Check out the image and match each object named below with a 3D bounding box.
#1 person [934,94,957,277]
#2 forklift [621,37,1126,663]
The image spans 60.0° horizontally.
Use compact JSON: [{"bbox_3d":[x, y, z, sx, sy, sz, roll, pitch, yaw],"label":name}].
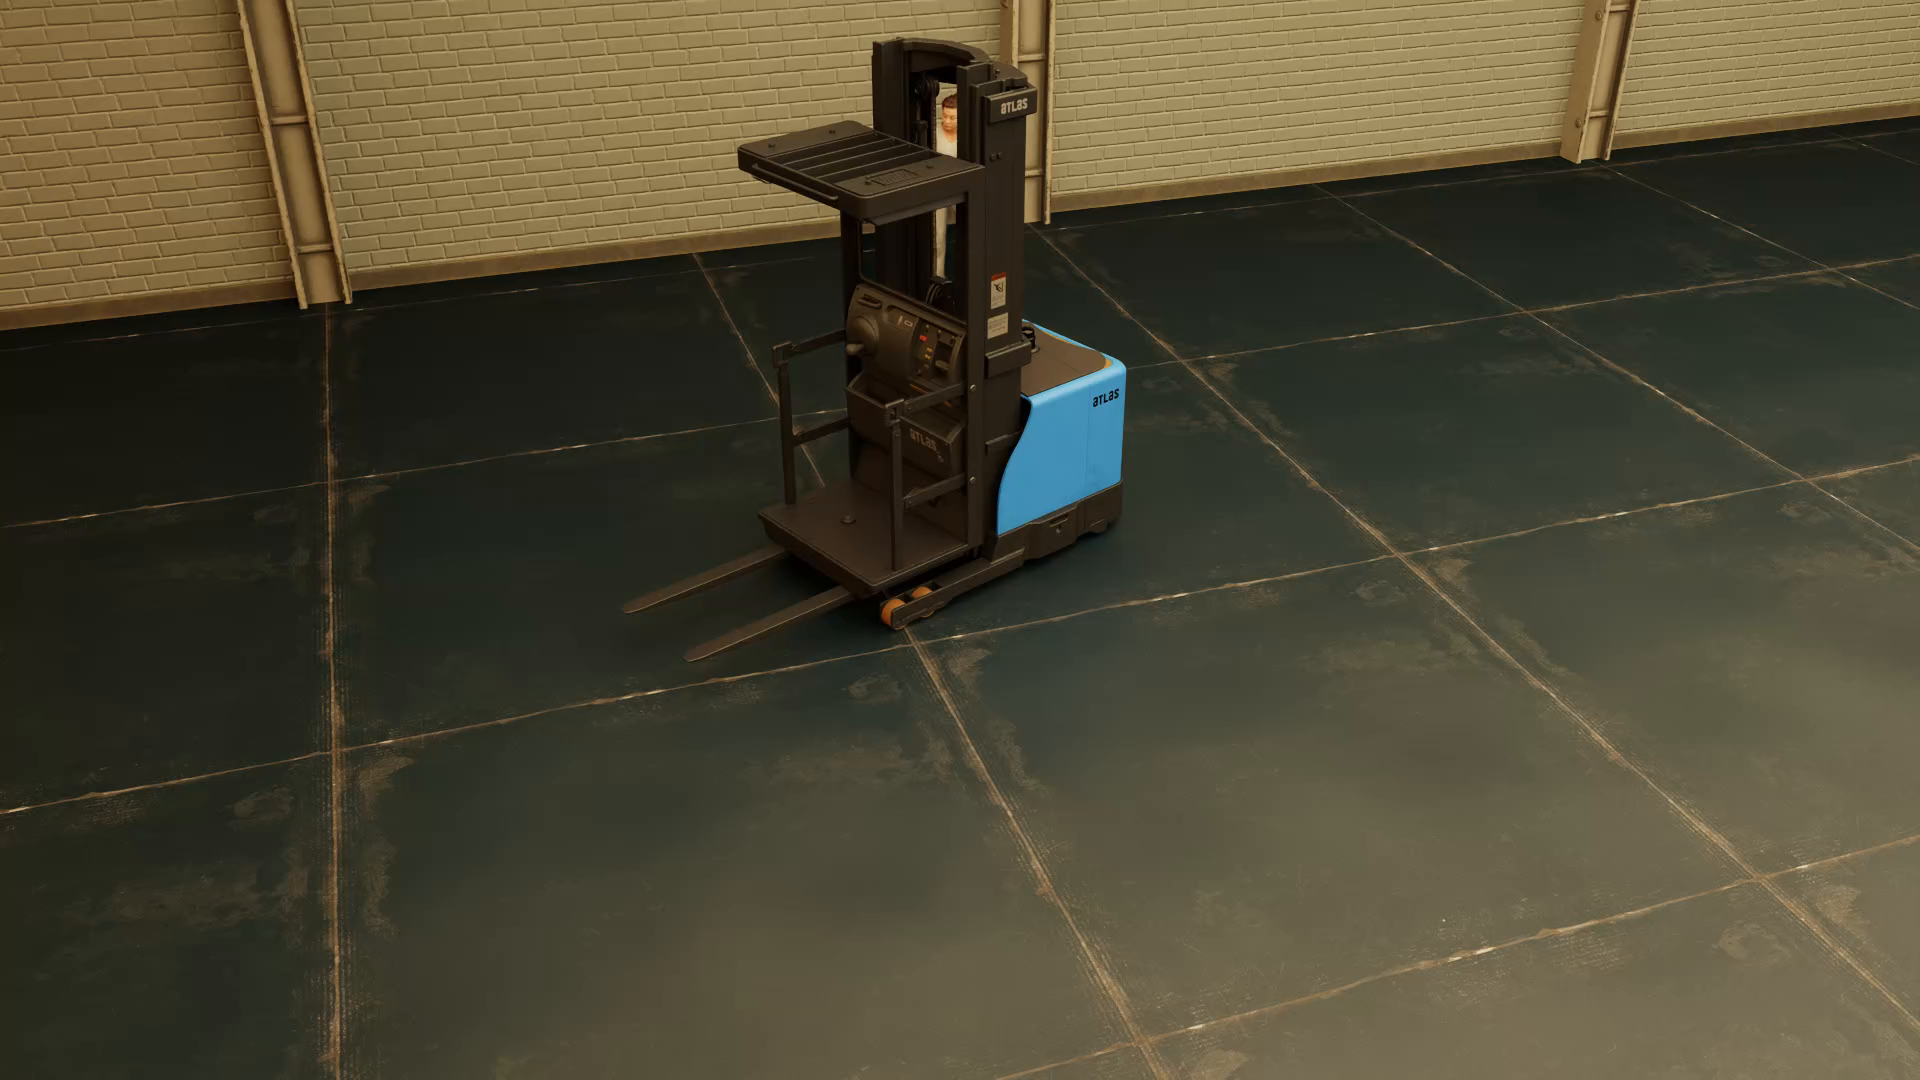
[{"bbox_3d":[-0.049,-2.657,12.973,0.611,1.673,0.402,1,30,3],"label":"person"},{"bbox_3d":[-0.461,-1.072,8.951,3.031,2.935,1.130,-23,37,-34],"label":"forklift"}]
